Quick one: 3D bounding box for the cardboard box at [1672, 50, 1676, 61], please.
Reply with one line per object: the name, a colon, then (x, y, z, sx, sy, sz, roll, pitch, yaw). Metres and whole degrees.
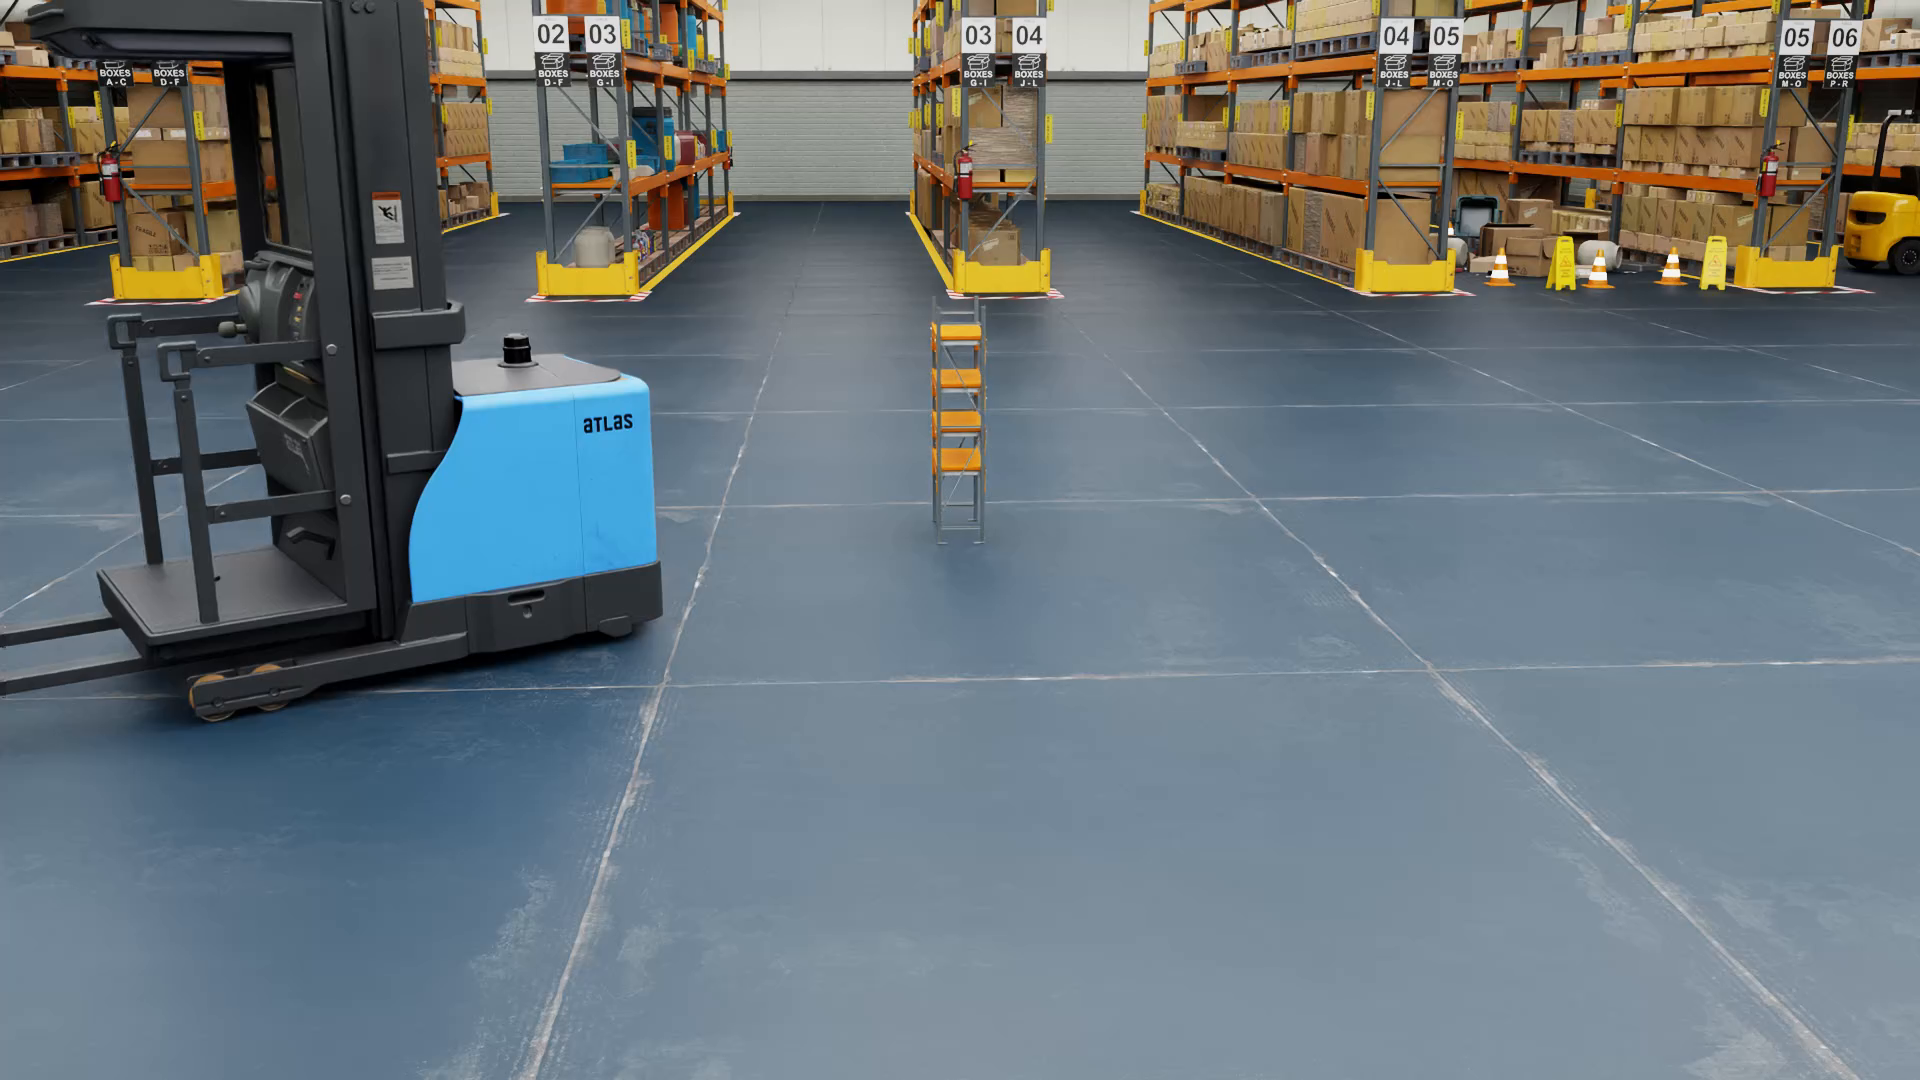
cardboard box: (9.998, -6.632, 22.768, 0.380, 0.149, 0.250, -1, 14, -5)

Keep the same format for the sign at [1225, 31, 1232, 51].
sign: (4.432, -8.226, 27.422, 0.100, 0.325, 0.005, -1, 14, -3)

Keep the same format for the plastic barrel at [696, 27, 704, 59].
plastic barrel: (-4.915, -8.922, 29.941, 0.600, 0.588, 0.600, 0, 14, 0)

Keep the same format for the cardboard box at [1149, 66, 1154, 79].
cardboard box: (4.251, -9.785, 34.819, 0.500, 0.250, 0.500, 0, 14, -1)

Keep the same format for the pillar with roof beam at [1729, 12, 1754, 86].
pillar with roof beam: (11.174, -10.731, 32.175, 9.100, 9.000, 0.400, -1, 14, -3)

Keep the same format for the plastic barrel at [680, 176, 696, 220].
plastic barrel: (-5.113, -6.274, 30.258, 0.600, 0.901, 0.708, -1, 14, -3)

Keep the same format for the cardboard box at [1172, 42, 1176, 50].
cardboard box: (4.361, -9.674, 32.583, 0.380, 0.149, 0.250, -1, 15, -6)

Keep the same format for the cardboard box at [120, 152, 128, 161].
cardboard box: (-14.719, -6.671, 28.897, 0.380, 0.149, 0.250, 0, 14, -2)

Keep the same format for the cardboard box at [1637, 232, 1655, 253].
cardboard box: (9.967, -4.226, 23.608, 0.500, 0.250, 0.500, 0, 14, 0)

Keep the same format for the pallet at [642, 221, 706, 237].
pallet: (-5.089, -5.551, 29.677, 1.003, 0.211, 1.213, -1, 14, -3)

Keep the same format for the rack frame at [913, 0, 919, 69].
rack frame: (-0.478, -11.375, 34.676, 1.000, 3.000, 0.127, -1, 14, -3)

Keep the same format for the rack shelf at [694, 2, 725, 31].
rack shelf: (-5.298, -10.259, 32.585, 1.077, 0.370, 4.000, -1, 14, -3)

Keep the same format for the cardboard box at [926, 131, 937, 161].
cardboard box: (-0.321, -6.900, 29.125, 0.500, 0.500, 0.500, -1, 14, -5)

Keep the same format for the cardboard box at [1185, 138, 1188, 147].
cardboard box: (4.341, -7.309, 30.576, 0.380, 0.149, 0.250, -1, 14, -3)

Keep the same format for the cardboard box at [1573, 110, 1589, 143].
cardboard box: (9.840, -6.397, 25.729, 0.500, 0.500, 0.500, 0, 14, -2)

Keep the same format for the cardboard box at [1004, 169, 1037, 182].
cardboard box: (0.733, -4.443, 20.279, 0.380, 0.149, 0.250, -1, 14, -3)

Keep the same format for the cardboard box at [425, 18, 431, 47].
cardboard box: (-10.186, -9.428, 30.924, 0.700, 0.500, 0.500, -1, 14, -3)

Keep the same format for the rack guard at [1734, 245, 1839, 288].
rack guard: (10.399, -3.452, 20.938, 1.175, 0.500, 0.348, -1, 14, -3)

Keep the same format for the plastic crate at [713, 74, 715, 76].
plastic crate: (-5.046, -9.208, 32.803, 0.437, 0.136, 0.530, -1, 14, -3)

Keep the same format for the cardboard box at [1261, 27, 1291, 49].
cardboard box: (4.894, -7.630, 25.278, 0.500, 0.311, 0.500, -1, 14, -5)

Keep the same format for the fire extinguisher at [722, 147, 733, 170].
fire extinguisher: (-4.978, -8.219, 35.356, 0.296, 0.674, 0.183, -1, 14, -3)

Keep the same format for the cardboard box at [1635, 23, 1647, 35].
cardboard box: (9.850, -7.272, 23.653, 0.380, 0.149, 0.250, -1, 14, -4)

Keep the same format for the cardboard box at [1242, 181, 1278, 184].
cardboard box: (5.173, -6.062, 28.738, 0.500, 0.250, 0.500, -2, 15, -6)

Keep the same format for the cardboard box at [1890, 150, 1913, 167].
cardboard box: (14.781, -5.889, 25.696, 0.500, 0.250, 0.500, -1, 14, -4)

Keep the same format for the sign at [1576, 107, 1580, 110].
sign: (10.449, -7.166, 28.193, 0.100, 0.325, 0.005, -1, 14, -3)

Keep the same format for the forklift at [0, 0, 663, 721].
forklift: (-2.750, -0.915, 6.202, 3.031, 2.935, 1.130, -10, 18, -34)

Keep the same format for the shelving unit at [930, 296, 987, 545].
shelving unit: (-0.010, -0.622, 8.537, 0.258, 1.200, 0.503, -1, 14, -3)

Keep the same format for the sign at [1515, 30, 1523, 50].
sign: (9.354, -8.368, 27.812, 0.100, 0.325, 0.005, -1, 14, -3)

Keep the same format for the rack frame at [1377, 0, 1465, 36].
rack frame: (5.470, -7.447, 19.411, 1.000, 3.000, 0.127, -1, 14, -3)

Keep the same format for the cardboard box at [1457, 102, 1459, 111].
cardboard box: (9.460, -7.920, 31.082, 0.500, 0.500, 0.500, -1, 14, -4)

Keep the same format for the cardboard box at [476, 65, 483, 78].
cardboard box: (-10.071, -9.574, 33.997, 0.500, 0.250, 0.500, -1, 14, -3)

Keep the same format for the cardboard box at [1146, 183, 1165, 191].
cardboard box: (4.172, -7.496, 35.326, 0.380, 0.149, 0.250, -2, 15, -6)

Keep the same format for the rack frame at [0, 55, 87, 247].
rack frame: (-14.814, -6.250, 26.799, 1.000, 3.000, 0.127, -1, 14, -3)

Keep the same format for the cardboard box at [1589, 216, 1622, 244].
cardboard box: (10.121, -4.699, 25.201, 0.950, 0.372, 0.625, -1, 14, -3)

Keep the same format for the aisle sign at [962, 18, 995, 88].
aisle sign: (0.217, -5.729, 19.556, 0.394, 0.787, 0.004, -1, 14, -3)

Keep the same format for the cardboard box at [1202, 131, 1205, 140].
cardboard box: (4.437, -7.067, 29.037, 0.380, 0.149, 0.250, -1, 14, -3)

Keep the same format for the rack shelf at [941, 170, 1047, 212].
rack shelf: (0.389, -4.639, 21.981, 1.077, 0.370, 4.000, -1, 14, -3)

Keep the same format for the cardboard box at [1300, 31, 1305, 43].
cardboard box: (4.923, -6.959, 22.995, 0.380, 0.149, 0.250, -1, 14, -3)

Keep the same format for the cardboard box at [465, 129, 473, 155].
cardboard box: (-9.974, -7.880, 32.933, 0.500, 0.500, 0.500, -1, 14, -4)

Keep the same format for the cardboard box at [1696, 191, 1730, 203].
cardboard box: (9.992, -4.540, 22.022, 0.380, 0.149, 0.250, -1, 14, -3)

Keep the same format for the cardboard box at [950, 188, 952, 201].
cardboard box: (0.089, -5.679, 27.208, 0.500, 0.250, 0.500, 0, 14, -1)

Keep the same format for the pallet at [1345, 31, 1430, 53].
pallet: (5.413, -6.136, 20.512, 1.003, 0.211, 1.213, -1, 14, -3)

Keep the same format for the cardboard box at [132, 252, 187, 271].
cardboard box: (-9.703, -3.339, 20.158, 0.500, 0.250, 0.500, -1, 14, -3)

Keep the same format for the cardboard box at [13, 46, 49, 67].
cardboard box: (-14.500, -7.495, 25.755, 0.500, 0.311, 0.500, -1, 14, -3)

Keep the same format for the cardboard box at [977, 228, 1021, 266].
cardboard box: (0.491, -3.639, 20.822, 0.500, 0.500, 0.500, 2, 15, 7)

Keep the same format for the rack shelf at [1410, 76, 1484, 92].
rack shelf: (9.537, -9.229, 33.801, 1.077, 0.370, 4.000, -1, 14, -3)

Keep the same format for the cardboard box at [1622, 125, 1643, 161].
cardboard box: (9.905, -5.717, 23.928, 0.500, 0.500, 0.500, -1, 14, -4)

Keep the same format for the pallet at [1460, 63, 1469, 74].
pallet: (9.766, -8.760, 30.919, 0.805, 0.209, 1.217, -1, 15, -6)

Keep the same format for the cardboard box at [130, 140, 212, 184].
cardboard box: (-9.391, -4.503, 19.807, 0.700, 0.500, 0.500, -1, 14, -3)

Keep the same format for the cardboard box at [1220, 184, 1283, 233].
cardboard box: (4.922, -5.492, 27.525, 1.050, 0.750, 0.750, -1, 14, -4)

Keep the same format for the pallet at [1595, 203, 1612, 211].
pallet: (14.422, -7.132, 35.823, 1.003, 0.211, 1.213, -1, 14, -3)

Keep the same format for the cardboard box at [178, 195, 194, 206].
cardboard box: (-15.006, -6.426, 31.654, 0.700, 0.500, 0.500, -1, 14, -3)

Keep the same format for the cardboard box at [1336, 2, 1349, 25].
cardboard box: (5.100, -6.684, 21.126, 0.500, 0.250, 0.500, -1, 14, -4)
